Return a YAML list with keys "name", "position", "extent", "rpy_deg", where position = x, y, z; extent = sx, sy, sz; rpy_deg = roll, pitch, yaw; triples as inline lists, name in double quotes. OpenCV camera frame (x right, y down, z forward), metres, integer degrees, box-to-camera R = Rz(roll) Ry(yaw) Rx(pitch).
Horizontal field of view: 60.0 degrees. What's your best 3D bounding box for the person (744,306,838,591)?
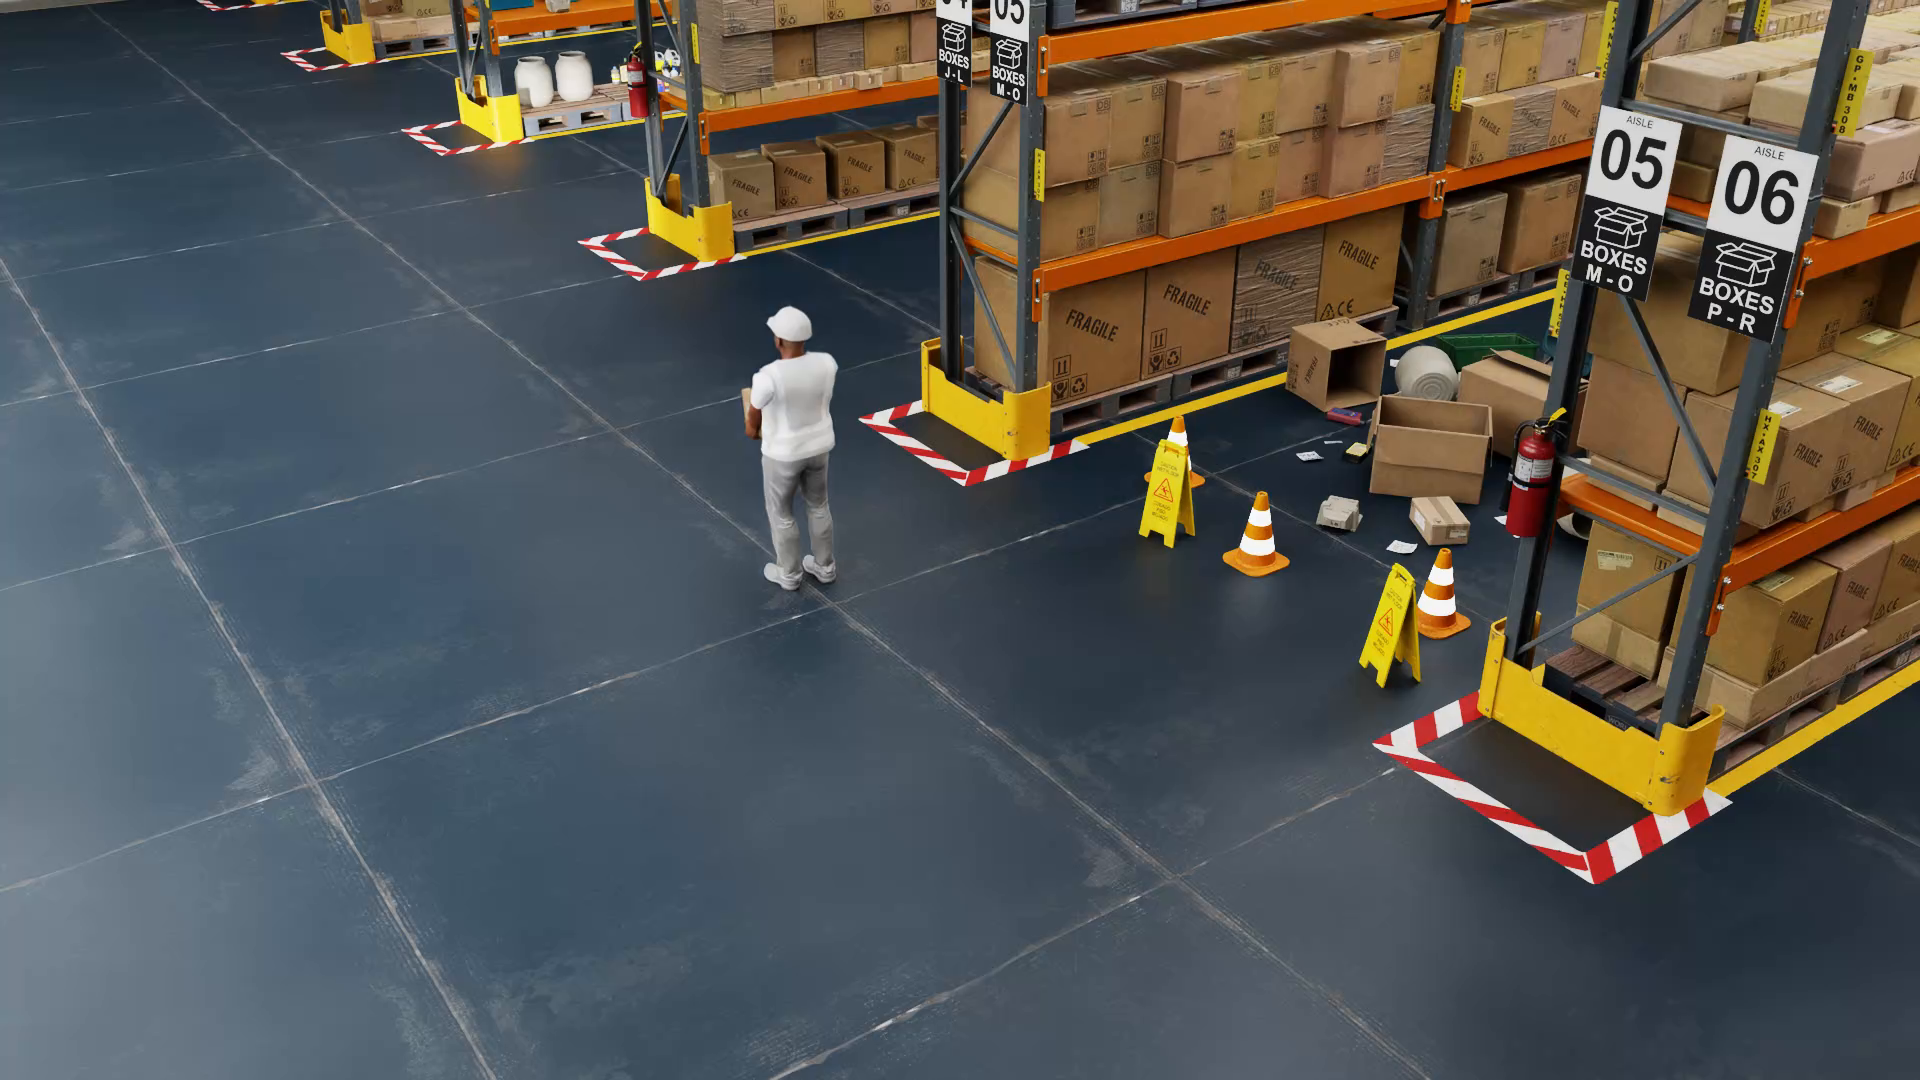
- name: "person"
  position: [-1.003, -0.556, 9.631]
  extent: [0.504, 1.759, 0.580]
  rpy_deg: [-18, 33, -30]
